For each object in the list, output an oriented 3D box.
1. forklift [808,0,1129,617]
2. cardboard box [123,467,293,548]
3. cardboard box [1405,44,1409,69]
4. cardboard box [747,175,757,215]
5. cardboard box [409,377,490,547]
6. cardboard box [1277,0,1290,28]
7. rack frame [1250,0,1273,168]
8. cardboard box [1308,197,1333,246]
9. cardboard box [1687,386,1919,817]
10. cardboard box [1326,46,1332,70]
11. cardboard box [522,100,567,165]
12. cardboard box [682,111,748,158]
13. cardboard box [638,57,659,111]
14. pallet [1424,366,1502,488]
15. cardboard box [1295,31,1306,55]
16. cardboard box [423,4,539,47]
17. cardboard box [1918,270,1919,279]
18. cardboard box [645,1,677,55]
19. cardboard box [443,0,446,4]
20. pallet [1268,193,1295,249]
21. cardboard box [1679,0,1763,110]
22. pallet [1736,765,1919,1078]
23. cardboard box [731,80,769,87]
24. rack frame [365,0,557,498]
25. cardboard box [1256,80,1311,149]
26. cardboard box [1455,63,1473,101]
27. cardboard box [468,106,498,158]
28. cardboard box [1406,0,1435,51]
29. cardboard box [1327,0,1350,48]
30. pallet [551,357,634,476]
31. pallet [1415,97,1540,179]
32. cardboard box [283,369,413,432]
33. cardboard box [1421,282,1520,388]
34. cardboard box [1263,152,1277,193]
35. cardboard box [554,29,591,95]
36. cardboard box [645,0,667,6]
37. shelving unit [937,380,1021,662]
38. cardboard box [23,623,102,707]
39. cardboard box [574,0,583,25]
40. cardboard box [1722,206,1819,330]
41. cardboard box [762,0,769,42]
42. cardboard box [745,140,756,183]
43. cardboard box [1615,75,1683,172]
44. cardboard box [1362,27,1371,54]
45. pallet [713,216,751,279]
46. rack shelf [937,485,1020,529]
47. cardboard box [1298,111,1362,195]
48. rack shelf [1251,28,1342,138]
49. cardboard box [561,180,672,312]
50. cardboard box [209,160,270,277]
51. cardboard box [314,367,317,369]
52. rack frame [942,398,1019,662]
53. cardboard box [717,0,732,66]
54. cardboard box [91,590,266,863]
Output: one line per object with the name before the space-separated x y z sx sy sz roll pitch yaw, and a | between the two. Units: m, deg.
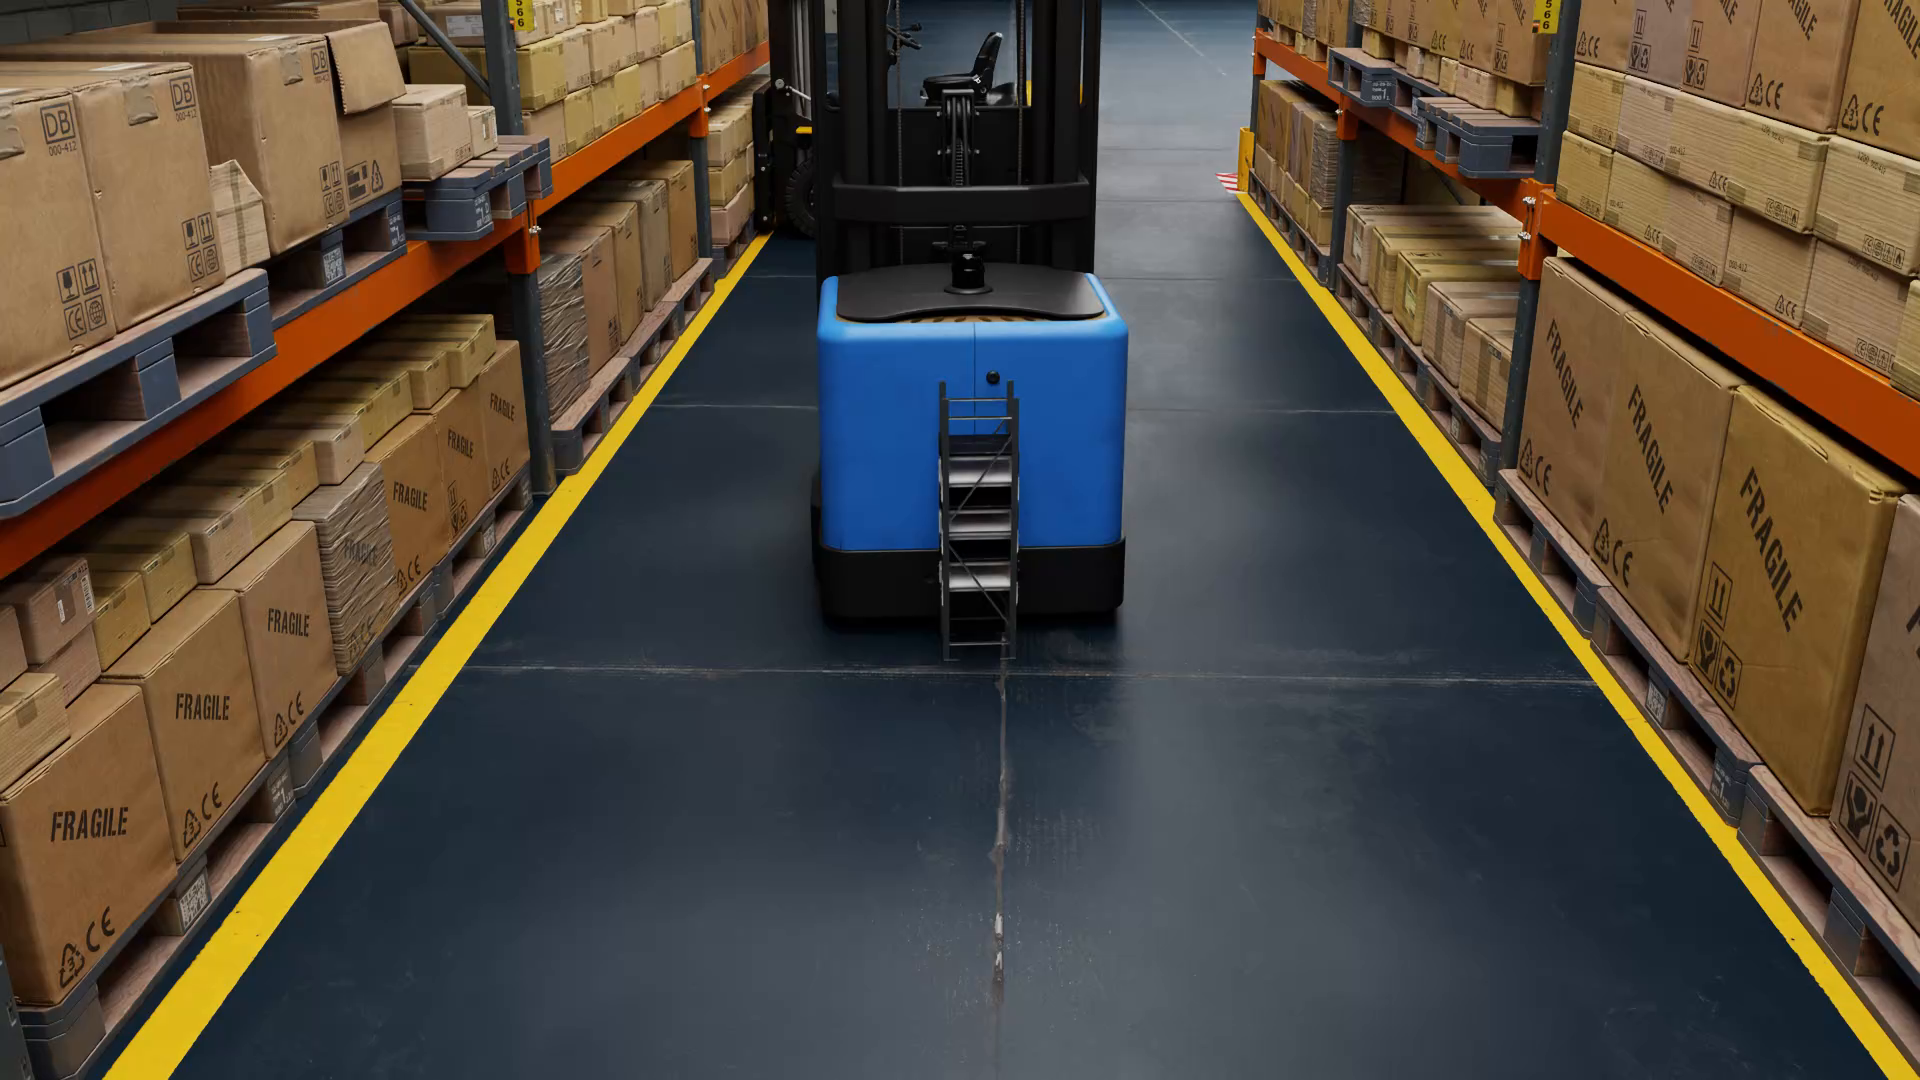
forklift | -0.034 -1.591 6.578 1.130 2.935 3.031 -1 21 -3
cardboard box | -2.088 -0.089 4.590 0.380 0.149 0.250 1 21 4
cardboard box | 2.522 -2.503 8.600 0.380 0.149 0.250 1 21 2
cardboard box | -1.753 -2.504 12.057 0.500 0.250 0.500 1 21 3
cardboard box | -2.044 -0.297 6.024 0.500 0.500 0.500 0 21 1
cardboard box | 2.666 -4.088 12.368 0.500 0.500 0.500 0 21 1
rack frame | 2.984 -4.442 13.831 1.000 3.000 0.127 1 21 2
cardboard box | 2.612 -2.127 11.084 0.500 0.250 0.500 2 21 4
cardboard box | 2.578 0.139 4.379 0.875 0.875 0.875 1 21 3
cardboard box | 2.568 -3.089 10.690 0.380 0.149 0.250 1 21 3
cardboard box | -1.963 -1.691 6.947 0.500 0.250 0.500 1 21 2
cardboard box | -1.745 -2.786 11.400 0.500 0.250 0.500 1 21 2
cardboard box | -1.908 -2.433 8.861 0.500 0.250 0.500 1 21 2
pallet | 2.766 -0.532 7.609 1.003 0.211 1.213 1 21 2
cardboard box | 2.604 -3.551 11.883 0.380 0.149 0.250 1 21 2
cardboard box | -1.917 -2.064 6.667 0.380 0.149 0.250 1 21 3
cardboard box | 2.397 -0.610 3.469 0.500 0.250 0.500 1 21 3
cardboard box | -1.867 -2.846 9.233 0.500 0.250 0.500 0 21 0
cardboard box | -2.510 -2.350 7.404 0.380 0.149 0.250 0 21 1
pallet | 2.882 -2.382 12.375 1.003 0.211 1.213 1 21 2
cardboard box | 2.445 -1.521 4.781 0.500 0.500 0.500 1 21 3
pallet | 2.567 0.917 3.875 1.003 0.211 1.213 1 21 2
cardboard box | -1.689 -3.521 13.295 0.500 0.250 0.500 1 21 3
rack frame | -2.221 -1.603 6.514 1.000 3.000 0.127 1 21 2
cardboard box | 2.683 -3.409 13.351 0.500 0.500 0.500 0 21 0
cardboard box | 2.430 -2.030 7.380 0.380 0.149 0.250 0 21 -1
cardboard box | -1.857 -1.440 5.860 0.380 0.149 0.250 1 21 3
cardboard box | 2.513 -2.665 8.121 0.500 0.500 0.500 0 21 -1
cardboard box | 2.627 -3.345 10.453 0.500 0.500 0.500 0 21 0
pallet | -2.157 -0.600 7.784 1.003 0.211 1.213 1 21 2
pallet | 2.656 -1.719 7.078 1.213 0.211 1.003 1 21 2
cardboard box | -2.065 -0.466 5.561 0.380 0.149 0.250 1 21 3
cardboard box | 2.782 -0.992 7.990 0.950 0.372 0.625 0 21 1
cardboard box | 2.660 -2.883 13.033 0.500 0.250 0.500 1 21 4
cardboard box | -1.947 -2.105 7.324 0.500 0.250 0.500 1 21 3
cardboard box | -1.813 -2.994 9.065 0.380 0.149 0.250 0 21 0
shelving unit | 0.059 -0.058 5.435 0.258 0.900 0.210 -1 21 -3
cardboard box | -2.134 0.283 3.632 0.380 0.149 0.250 0 21 0
cardboard box | -1.955 -2.440 7.635 0.380 0.149 0.250 1 21 2
cardboard box | 2.443 -0.752 4.527 0.500 0.250 0.500 1 21 2
cardboard box | -1.755 -4.174 13.001 0.500 0.500 0.500 1 21 3
cardboard box | -1.736 -2.732 11.952 0.500 0.250 0.500 0 21 1
cardboard box | 2.462 -1.346 5.366 0.500 0.250 0.500 1 21 3
cardboard box | 2.530 -2.878 9.567 0.380 0.149 0.250 1 21 2
pallet | -2.033 -2.036 11.485 1.003 0.211 1.213 1 21 2
rack shelf | 0.059 -0.111 5.414 0.258 0.077 0.200 -1 21 -3
cardboard box | 2.626 -2.660 11.423 0.500 0.500 0.500 1 21 3
rack shelf | 2.923 -3.384 12.098 1.077 0.370 4.000 1 21 2
cardboard box | -2.135 -1.669 9.385 0.875 0.625 0.625 0 21 1
cardboard box | -1.917 -0.788 4.018 0.396 0.266 0.258 2 21 4
cardboard box | -2.583 -0.655 6.049 0.380 0.149 0.250 1 21 3
rack frame | 0.065 -0.021 5.340 0.240 0.900 0.006 -1 21 -3
cardboard box | -1.825 -3.442 11.115 0.500 0.500 0.500 1 21 3
cardboard box | -2.096 0.448 4.103 0.500 0.500 0.500 0 21 1
